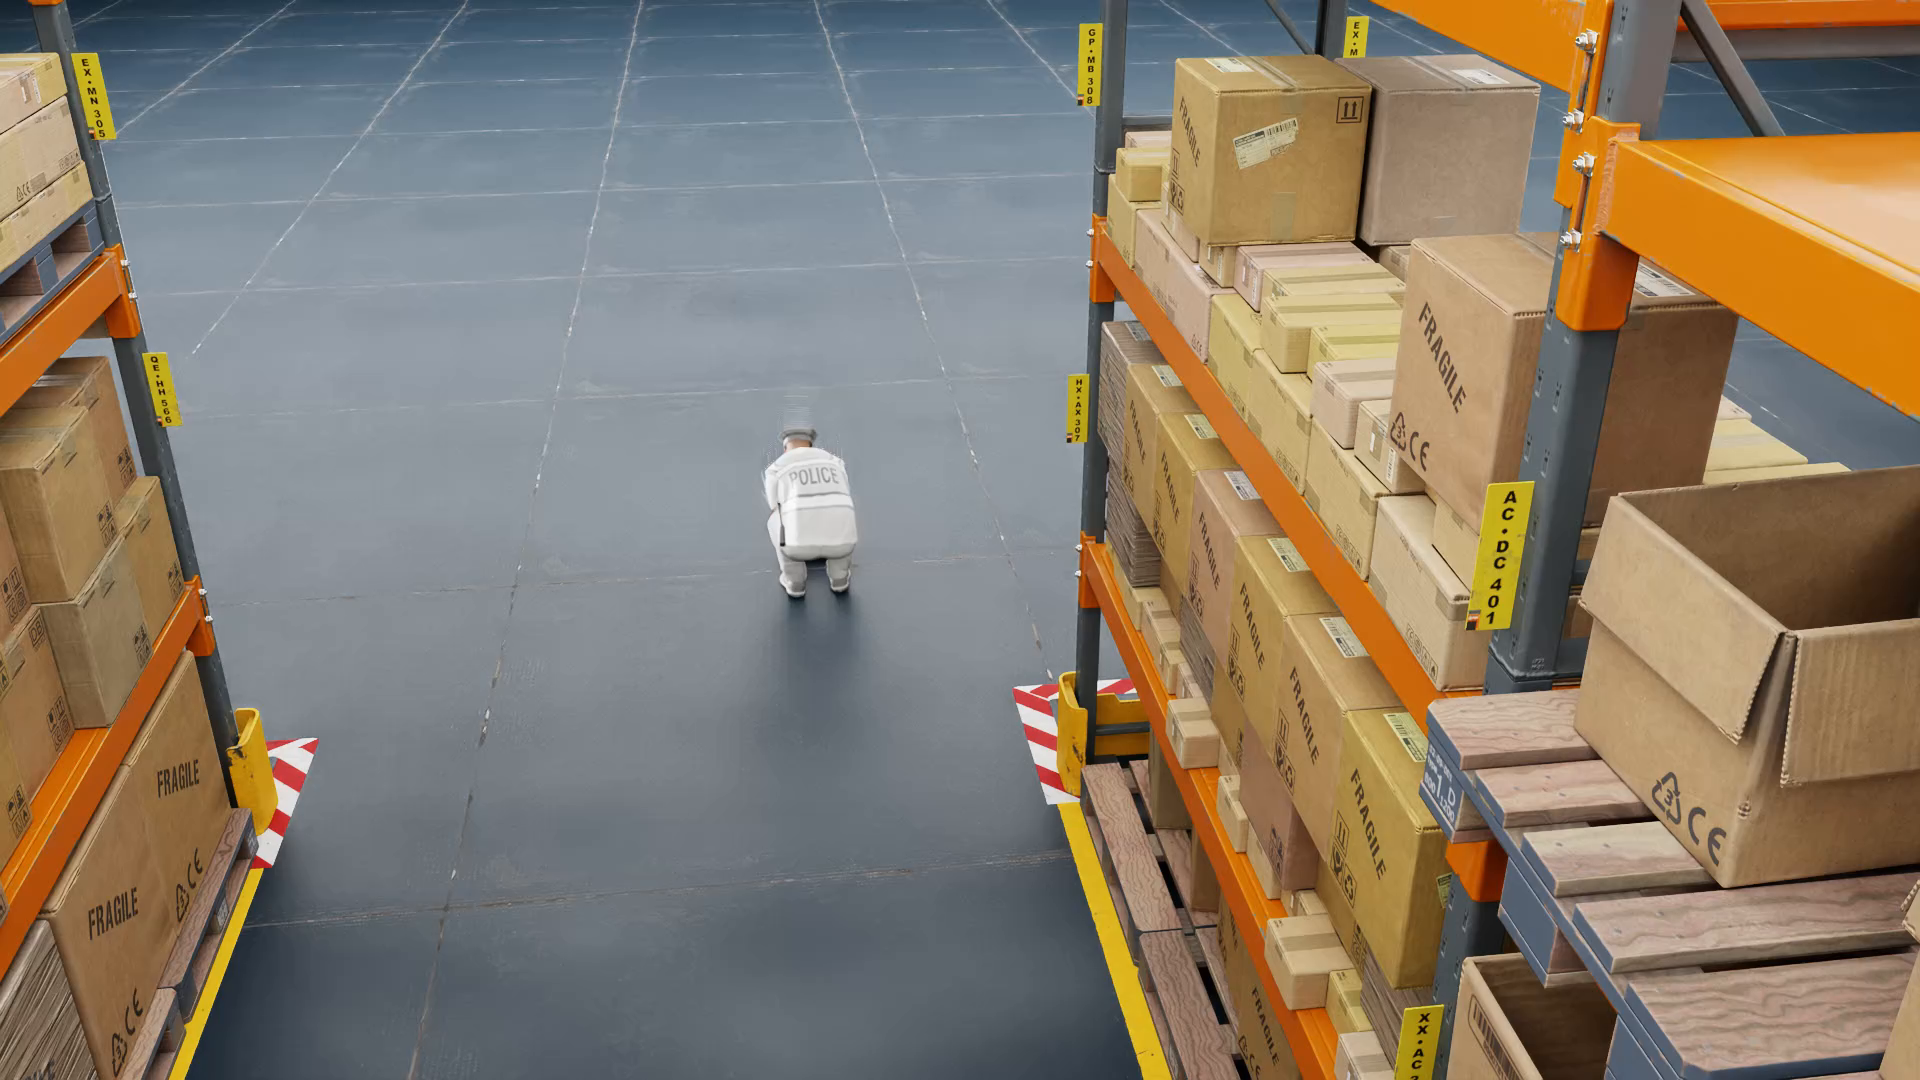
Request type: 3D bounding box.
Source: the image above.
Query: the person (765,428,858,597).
[{"bbox_3d":[-0.888,-0.135,9.987,0.539,0.894,0.986,-4,27,-7],"label":"person"}]
